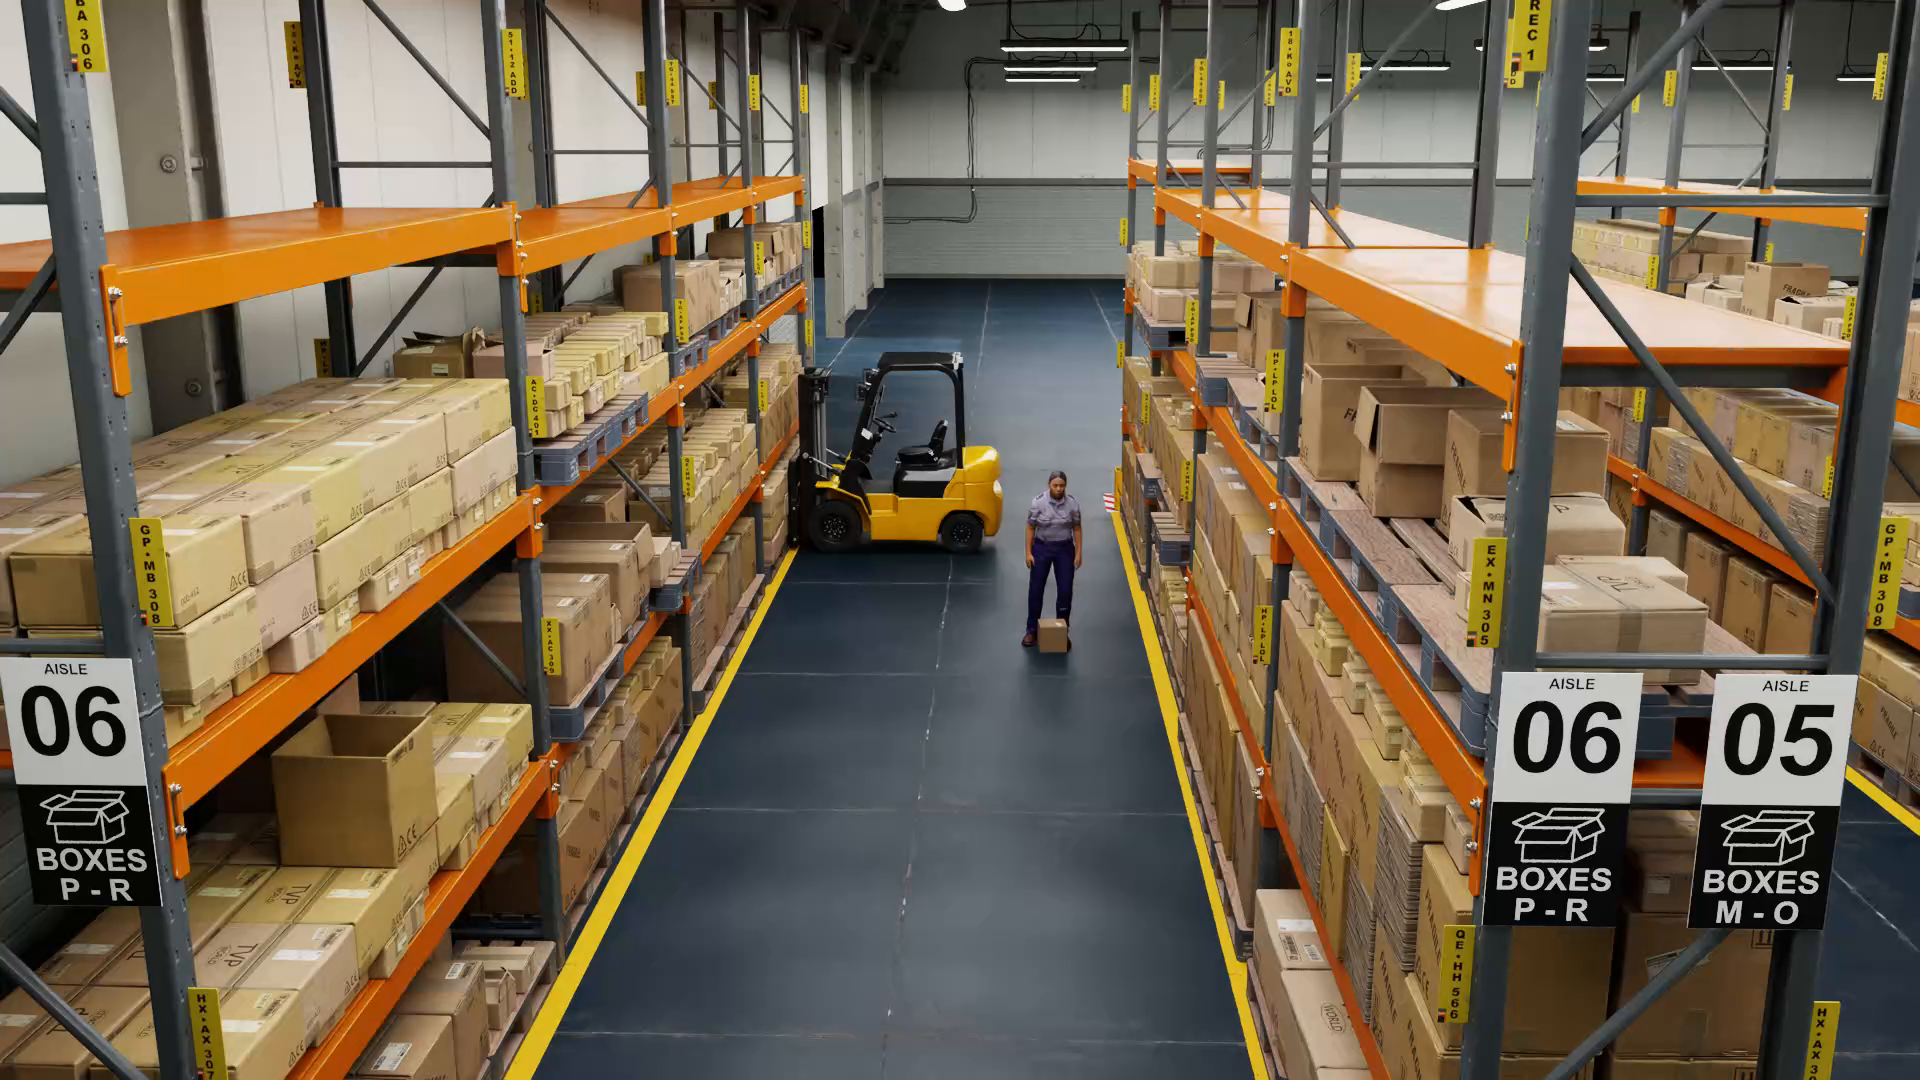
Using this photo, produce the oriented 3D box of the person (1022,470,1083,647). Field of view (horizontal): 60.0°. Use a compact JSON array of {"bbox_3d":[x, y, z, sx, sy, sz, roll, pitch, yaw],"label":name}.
[{"bbox_3d":[0.856,0.161,15.402,0.564,1.637,0.423,0,14,-2],"label":"person"}]
